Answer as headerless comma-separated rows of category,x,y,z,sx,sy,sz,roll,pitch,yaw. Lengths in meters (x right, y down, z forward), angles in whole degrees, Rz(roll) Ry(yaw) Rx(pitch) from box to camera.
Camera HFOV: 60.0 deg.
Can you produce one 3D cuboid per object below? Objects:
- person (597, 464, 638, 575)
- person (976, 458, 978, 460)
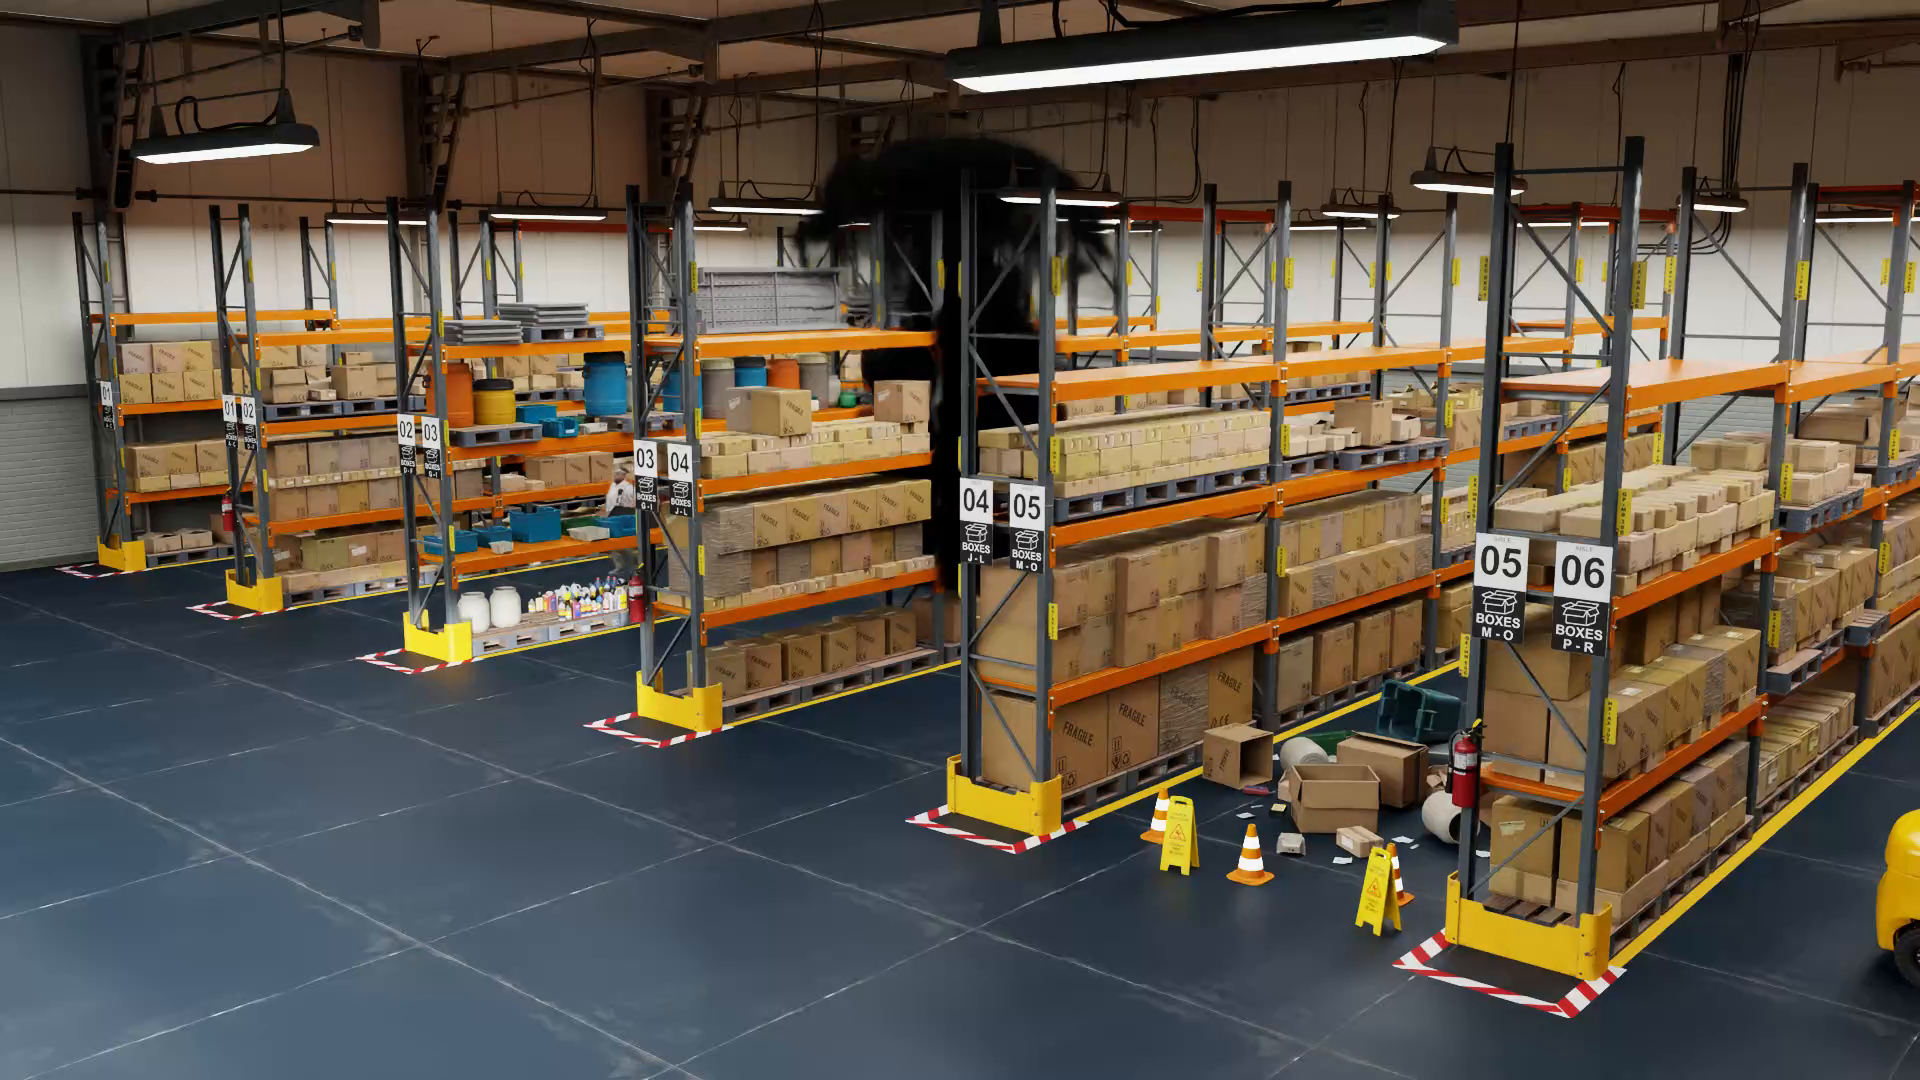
person,-5.379,-0.309,26.168,0.660,1.773,0.541,8,12,40
person,0.177,-1.404,34.627,0.558,1.700,0.805,5,10,25
